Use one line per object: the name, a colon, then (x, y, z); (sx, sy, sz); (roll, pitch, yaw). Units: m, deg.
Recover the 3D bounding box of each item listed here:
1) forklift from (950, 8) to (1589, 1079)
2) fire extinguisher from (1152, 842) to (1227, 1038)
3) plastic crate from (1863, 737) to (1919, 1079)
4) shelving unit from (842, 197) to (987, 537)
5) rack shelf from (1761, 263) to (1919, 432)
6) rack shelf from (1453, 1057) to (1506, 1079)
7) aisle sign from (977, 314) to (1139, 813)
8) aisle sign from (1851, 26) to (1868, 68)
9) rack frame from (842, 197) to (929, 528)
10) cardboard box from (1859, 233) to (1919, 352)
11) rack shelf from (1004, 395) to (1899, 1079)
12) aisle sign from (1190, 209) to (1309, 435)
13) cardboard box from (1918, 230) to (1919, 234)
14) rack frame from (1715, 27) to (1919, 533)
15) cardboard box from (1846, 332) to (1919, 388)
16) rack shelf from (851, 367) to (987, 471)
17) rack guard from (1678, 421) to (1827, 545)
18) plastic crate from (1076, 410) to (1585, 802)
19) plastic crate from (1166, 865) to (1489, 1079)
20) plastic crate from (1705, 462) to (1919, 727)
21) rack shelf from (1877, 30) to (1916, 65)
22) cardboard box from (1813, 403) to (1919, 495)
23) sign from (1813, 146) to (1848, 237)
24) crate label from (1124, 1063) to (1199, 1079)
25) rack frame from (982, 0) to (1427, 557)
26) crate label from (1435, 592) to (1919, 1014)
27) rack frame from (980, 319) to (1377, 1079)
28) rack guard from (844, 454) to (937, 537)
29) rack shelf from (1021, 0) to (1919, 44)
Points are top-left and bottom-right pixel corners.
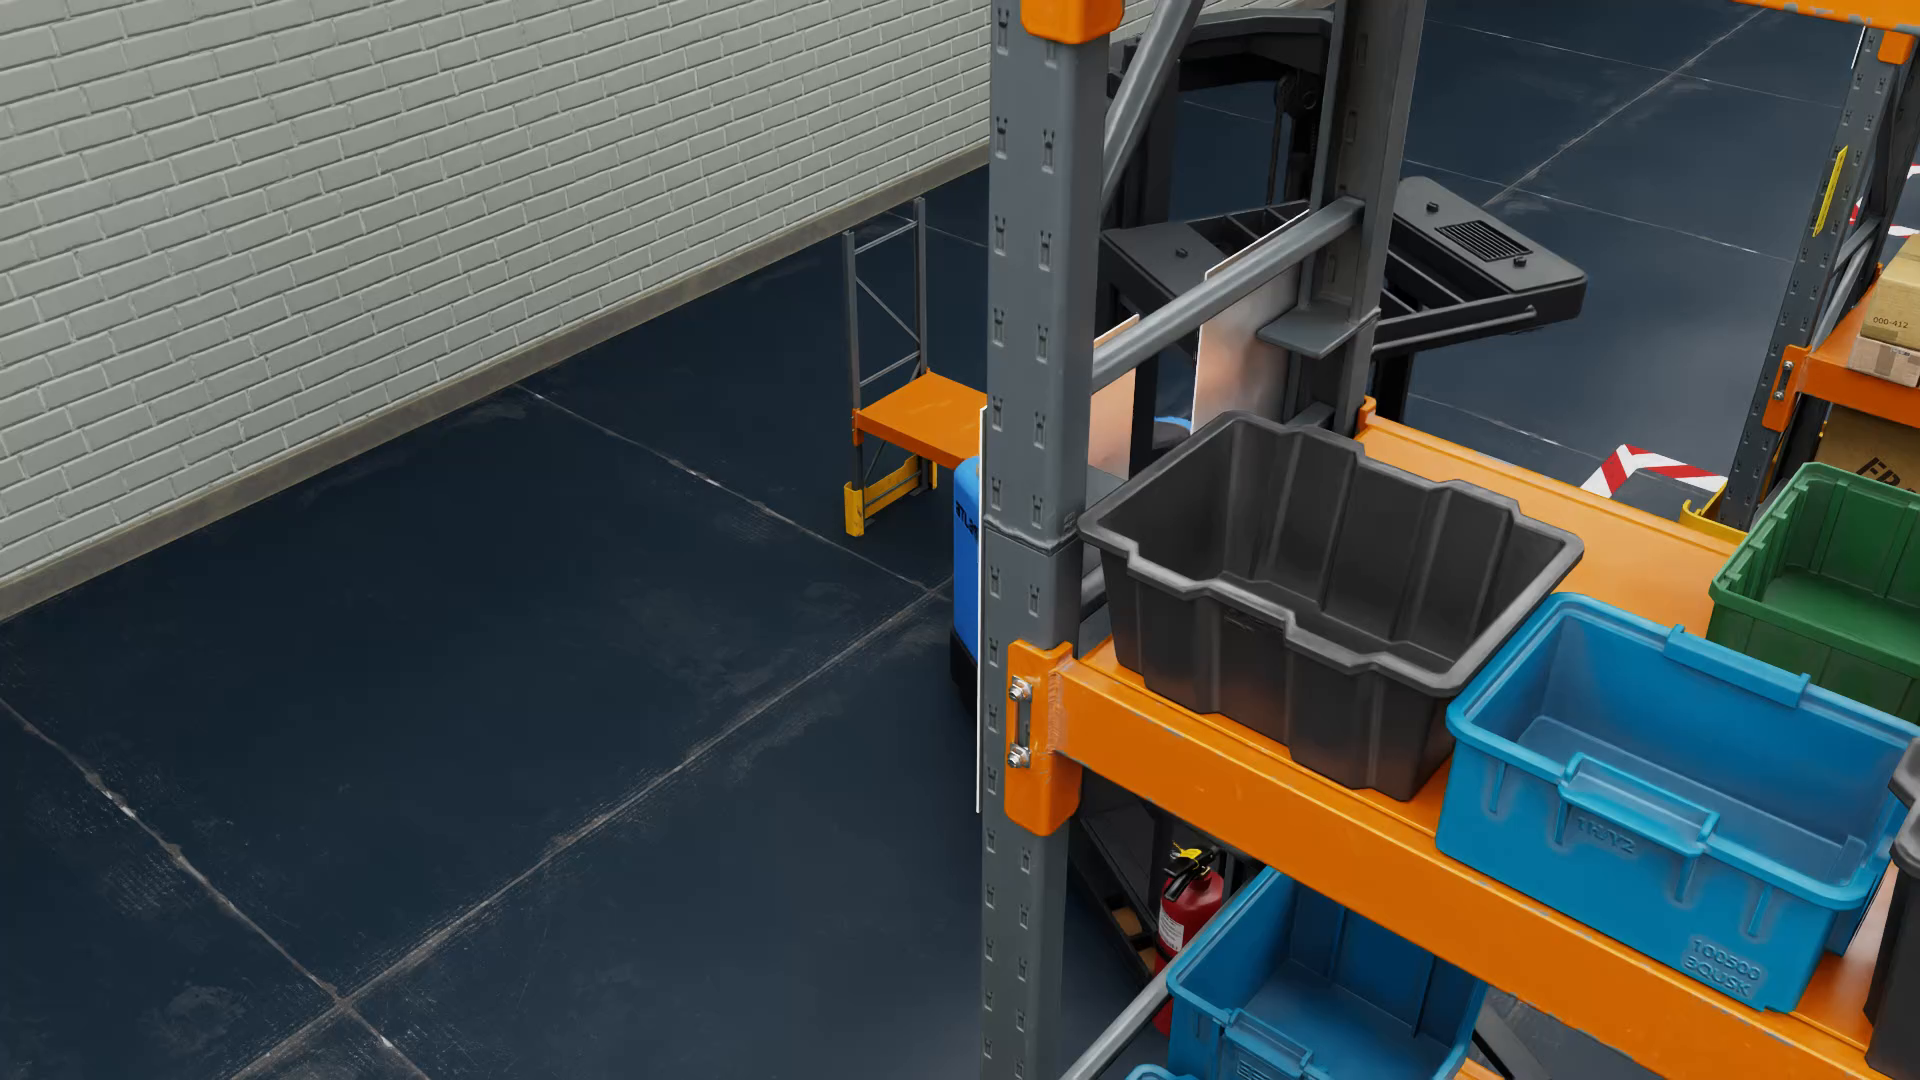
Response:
forklift: (0.988, 0.039, 5.105); (1.130, 2.935, 3.031); (-13, 37, -18)
fire extinguisher: (0.576, 0.955, 4.108); (0.183, 0.674, 0.296); (25, 42, 32)
plastic crate: (1.400, 0.483, 1.802); (0.767, 0.338, 0.504); (25, 42, 32)
shelving unit: (0.059, -0.591, 7.285); (1.083, 1.500, 0.587); (25, 42, 32)
rack shelf: (5.107, -0.113, 5.900); (4.000, 0.370, 1.077); (25, 42, 32)
rack shelf: (1.938, 2.042, 2.762); (4.000, 0.370, 1.077); (25, 42, 32)
aisle sign: (0.156, 0.053, 2.727); (0.004, 0.787, 0.394); (25, 42, 32)
aisle sign: (3.323, -2.101, 5.863); (0.004, 0.787, 0.394); (25, 42, 32)
rack frame: (-0.325, -0.771, 7.549); (0.032, 1.500, 0.500); (25, 42, 32)
cardboard box: (3.767, -0.903, 6.285); (0.500, 0.250, 0.500); (24, 41, 31)
rack shelf: (1.938, 0.806, 1.913); (4.000, 0.370, 1.077); (25, 42, 32)
aisle sign: (0.534, -0.204, 3.101); (0.004, 0.787, 0.394); (25, 42, 32)
cardboard box: (4.113, -1.134, 6.622); (0.500, 0.250, 0.500); (25, 41, 31)
rack frame: (3.570, -1.134, 6.751); (0.127, 3.000, 1.000); (25, 42, 32)
cardboard box: (3.632, -0.758, 6.426); (0.250, 0.149, 0.380); (26, 42, 32)
rack shelf: (0.066, -0.439, 7.382); (1.000, 0.185, 0.538); (25, 42, 32)
rack guard: (3.552, -0.112, 7.471); (0.348, 0.500, 1.175); (25, 42, 32)
plastic crate: (0.519, 0.099, 2.421); (0.590, 0.269, 0.497); (25, 42, 32)
plastic crate: (0.778, 1.022, 3.528); (0.499, 0.435, 0.616); (25, 42, 32)
plastic crate: (1.342, 0.105, 2.485); (0.336, 0.188, 0.450); (25, 42, 32)
rack shelf: (5.107, -1.349, 5.051); (4.000, 0.370, 1.077); (25, 42, 32)
cardboard box: (4.113, -0.234, 6.947); (0.875, 0.875, 0.875); (25, 42, 32)
sign: (3.211, -1.284, 6.135); (0.005, 0.325, 0.100); (25, 42, 32)
crate label: (0.381, 1.298, 3.305); (0.303, 0.233, 0.416); (25, 42, 32)
rack frame: (0.401, -1.452, 1.915); (0.127, 3.000, 1.000); (25, 42, 32)
crate label: (0.904, 0.321, 2.115); (0.502, 0.251, 0.408); (25, 42, 32)
rack frame: (0.401, 1.021, 3.613); (0.127, 3.000, 1.000); (25, 42, 32)
rack guard: (-0.324, -0.256, 7.902); (0.087, 0.250, 0.587); (25, 42, 32)
rack shelf: (1.938, -0.266, 1.177); (4.000, 0.370, 1.077); (25, 42, 32)
